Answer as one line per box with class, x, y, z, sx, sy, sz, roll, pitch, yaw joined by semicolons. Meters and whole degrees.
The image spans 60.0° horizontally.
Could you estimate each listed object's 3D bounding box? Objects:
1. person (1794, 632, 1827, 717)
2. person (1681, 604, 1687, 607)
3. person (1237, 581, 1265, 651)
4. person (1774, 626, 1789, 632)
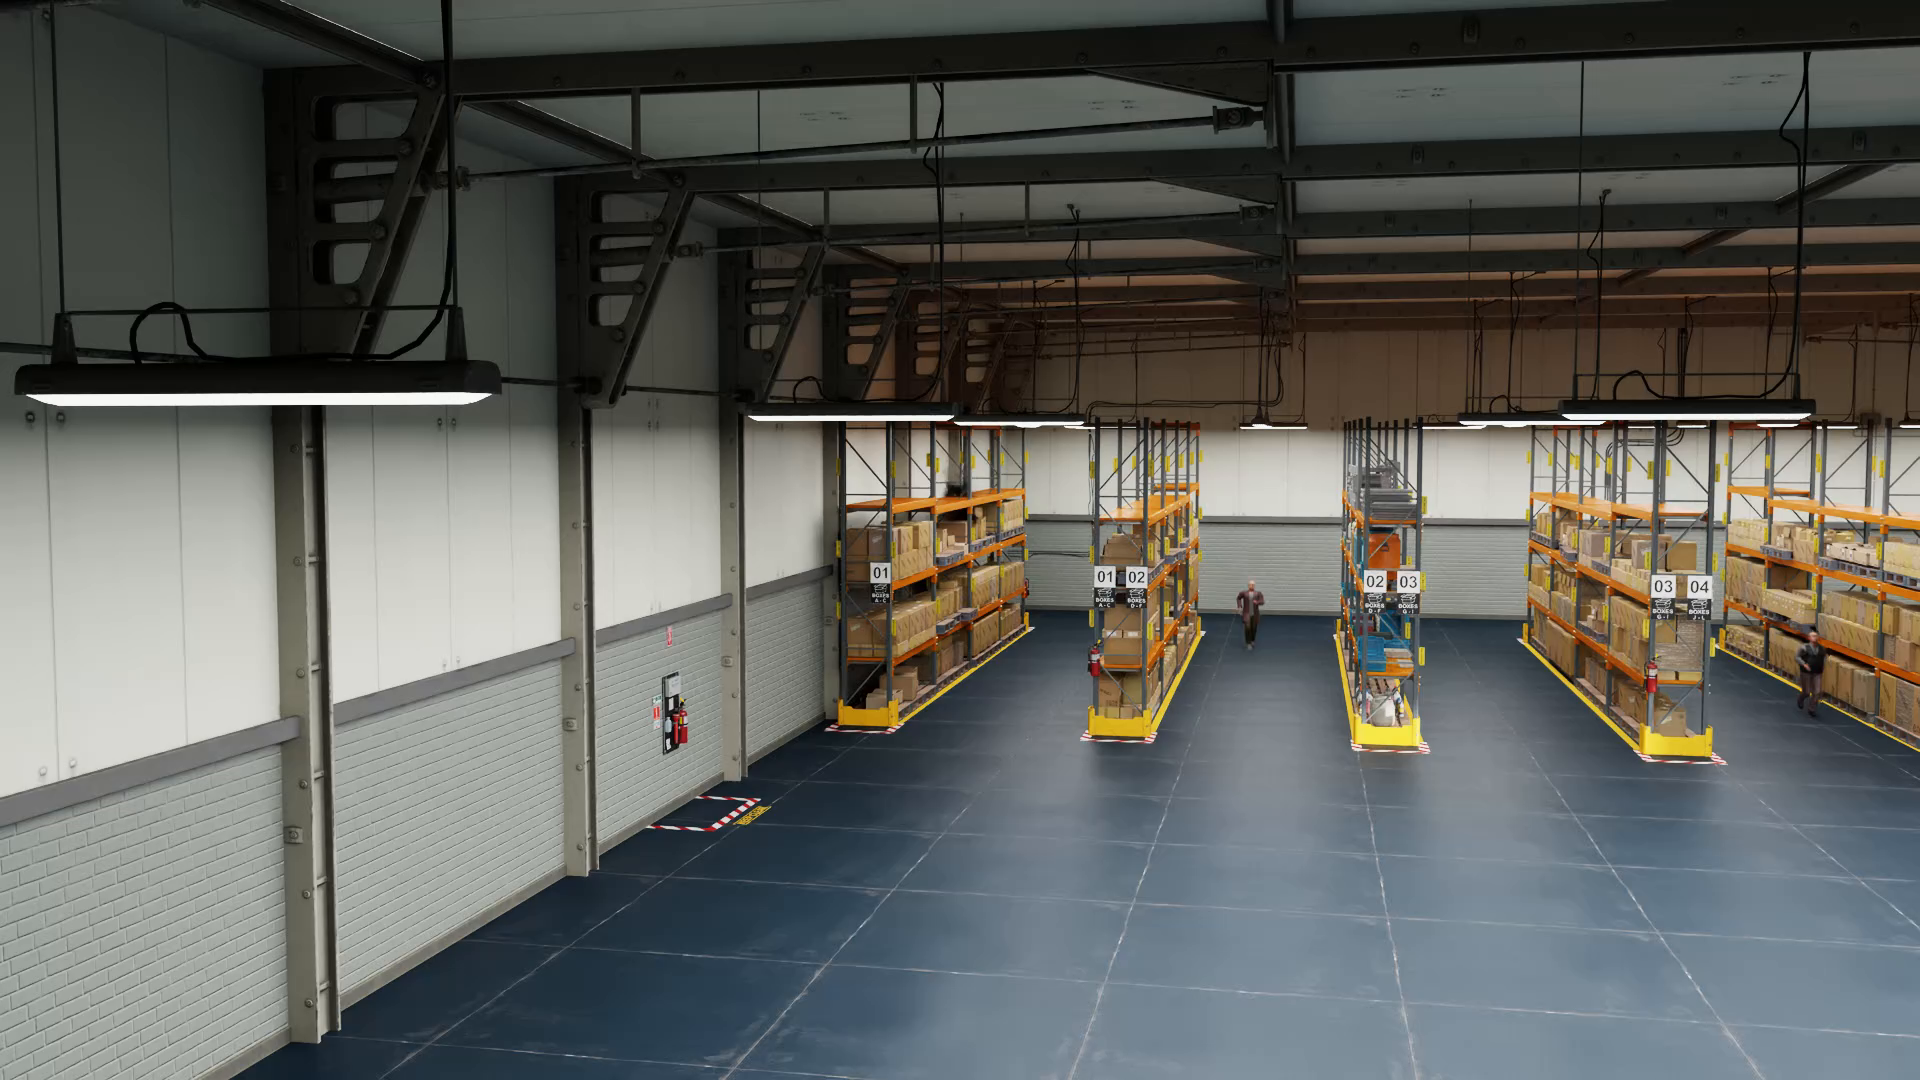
person;17.190;2.694;33.580;0.657;1.697;0.752;0;4;6
person;19.013;1.976;44.215;0.712;1.739;0.701;3;5;40
person;7.660;1.965;43.778;0.688;1.783;1.043;0;4;3
person;22.191;1.984;44.880;0.778;1.682;0.733;-2;4;-29
